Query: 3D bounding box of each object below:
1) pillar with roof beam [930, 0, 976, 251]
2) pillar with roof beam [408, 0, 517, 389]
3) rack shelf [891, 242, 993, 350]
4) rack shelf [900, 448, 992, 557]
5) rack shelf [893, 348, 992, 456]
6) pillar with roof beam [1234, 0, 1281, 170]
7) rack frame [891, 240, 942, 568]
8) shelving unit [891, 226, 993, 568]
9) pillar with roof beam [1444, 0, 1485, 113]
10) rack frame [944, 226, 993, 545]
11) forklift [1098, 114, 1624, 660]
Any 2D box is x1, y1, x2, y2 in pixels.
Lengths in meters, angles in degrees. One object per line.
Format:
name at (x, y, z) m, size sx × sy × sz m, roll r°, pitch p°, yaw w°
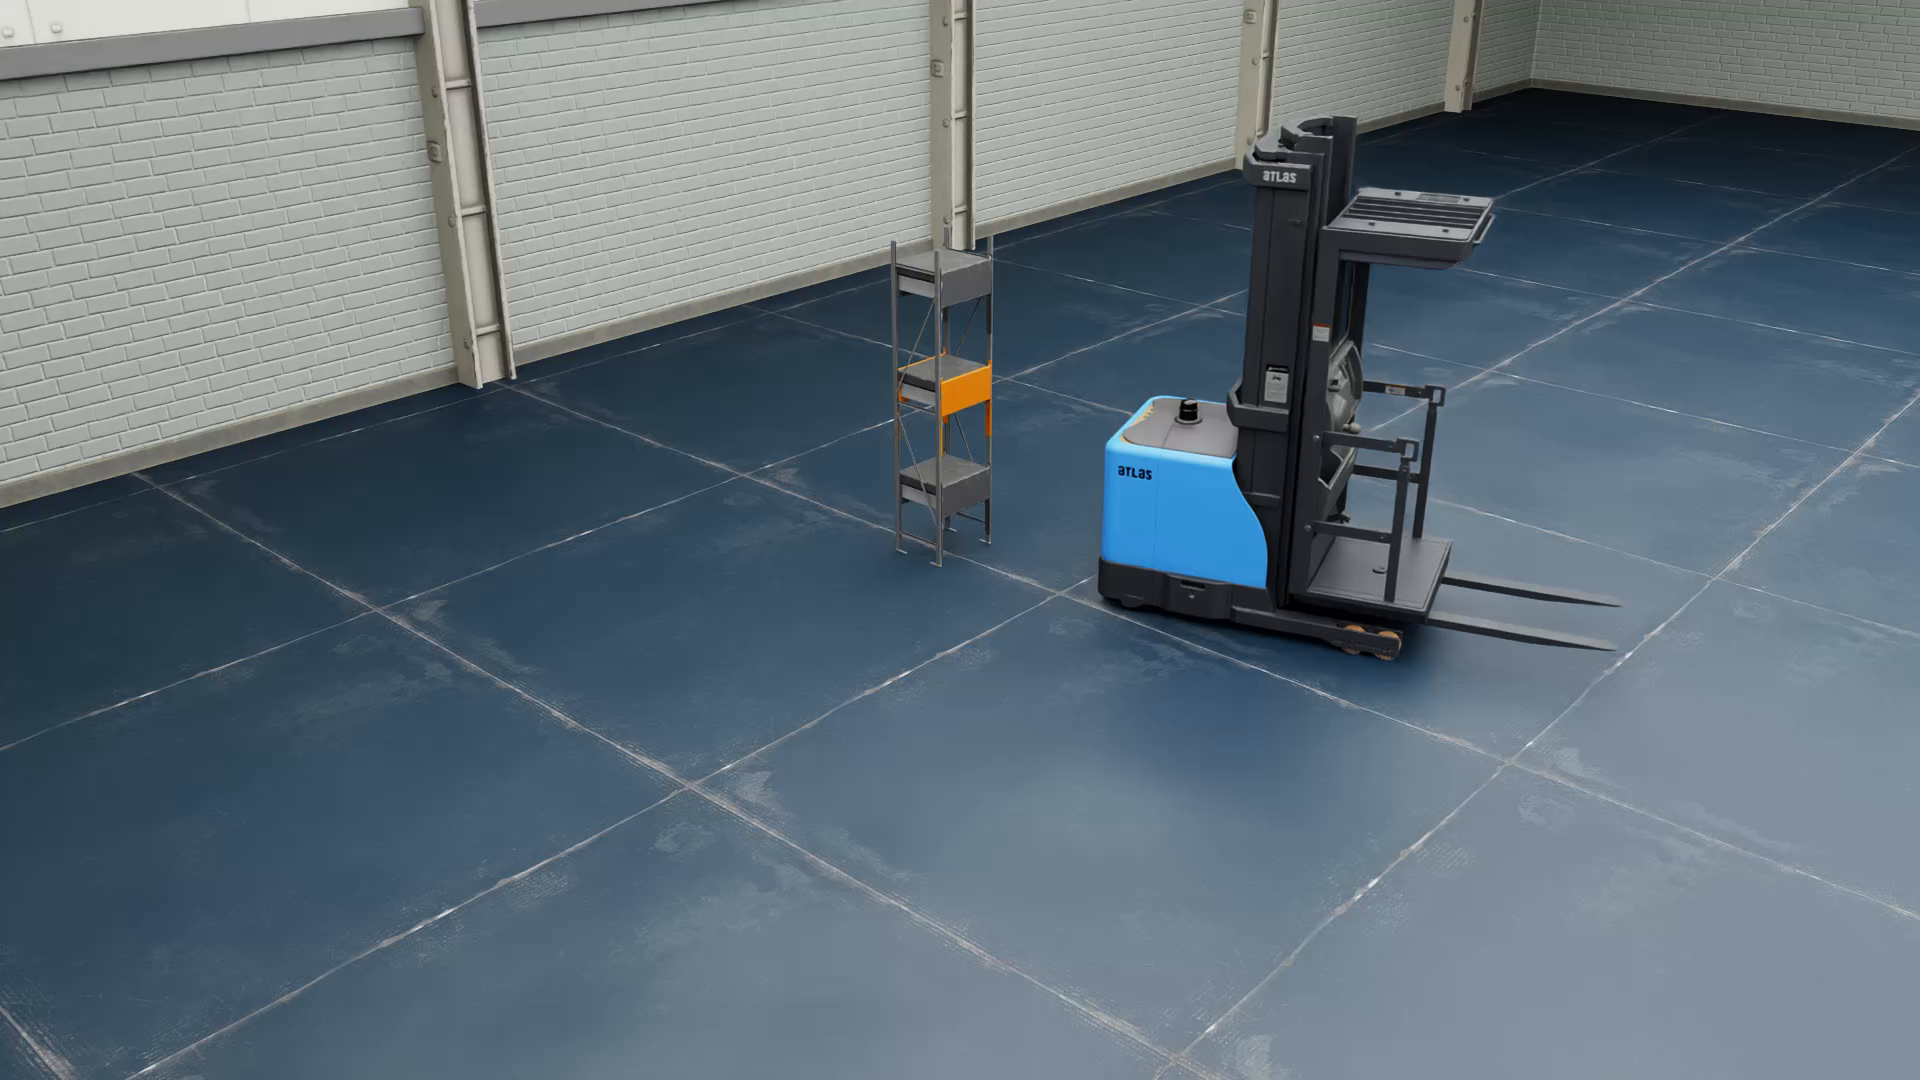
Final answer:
pillar with roof beam at (3.133, -6.143, 13.951) m, size 9.100 × 9.000 × 0.400 m, roll 20°, pitch 31°, yaw 38°
pillar with roof beam at (-0.871, -4.315, 9.874) m, size 9.100 × 9.000 × 0.400 m, roll 20°, pitch 31°, yaw 38°
rack shelf at (-0.110, -1.534, 10.427) m, size 0.431 × 0.518 × 0.480 m, roll 20°, pitch 31°, yaw 38°
rack shelf at (-0.110, -0.256, 11.000) m, size 0.431 × 0.518 × 0.480 m, roll 20°, pitch 31°, yaw 38°
rack shelf at (-0.110, -0.895, 10.714) m, size 0.431 × 0.518 × 0.480 m, roll 20°, pitch 31°, yaw 38°
pillar with roof beam at (7.137, -7.971, 18.028) m, size 9.100 × 9.000 × 0.400 m, roll 20°, pitch 31°, yaw 38°
rack frame at (-0.273, -0.833, 10.542) m, size 0.400 × 2.100 × 0.015 m, roll 20°, pitch 31°, yaw 38°
shelving unit at (-0.110, -0.908, 10.708) m, size 0.431 × 2.100 × 0.503 m, roll 20°, pitch 31°, yaw 38°
pillar with roof beam at (11.142, -9.799, 22.105) m, size 9.100 × 9.000 × 0.400 m, roll 20°, pitch 31°, yaw 38°
rack frame at (0.052, -0.982, 10.874) m, size 0.400 × 2.100 × 0.015 m, roll 20°, pitch 31°, yaw 38°
forklift at (2.424, -0.886, 9.642) m, size 3.031 × 2.935 × 1.130 m, roll 10°, pitch 26°, yaw 21°
